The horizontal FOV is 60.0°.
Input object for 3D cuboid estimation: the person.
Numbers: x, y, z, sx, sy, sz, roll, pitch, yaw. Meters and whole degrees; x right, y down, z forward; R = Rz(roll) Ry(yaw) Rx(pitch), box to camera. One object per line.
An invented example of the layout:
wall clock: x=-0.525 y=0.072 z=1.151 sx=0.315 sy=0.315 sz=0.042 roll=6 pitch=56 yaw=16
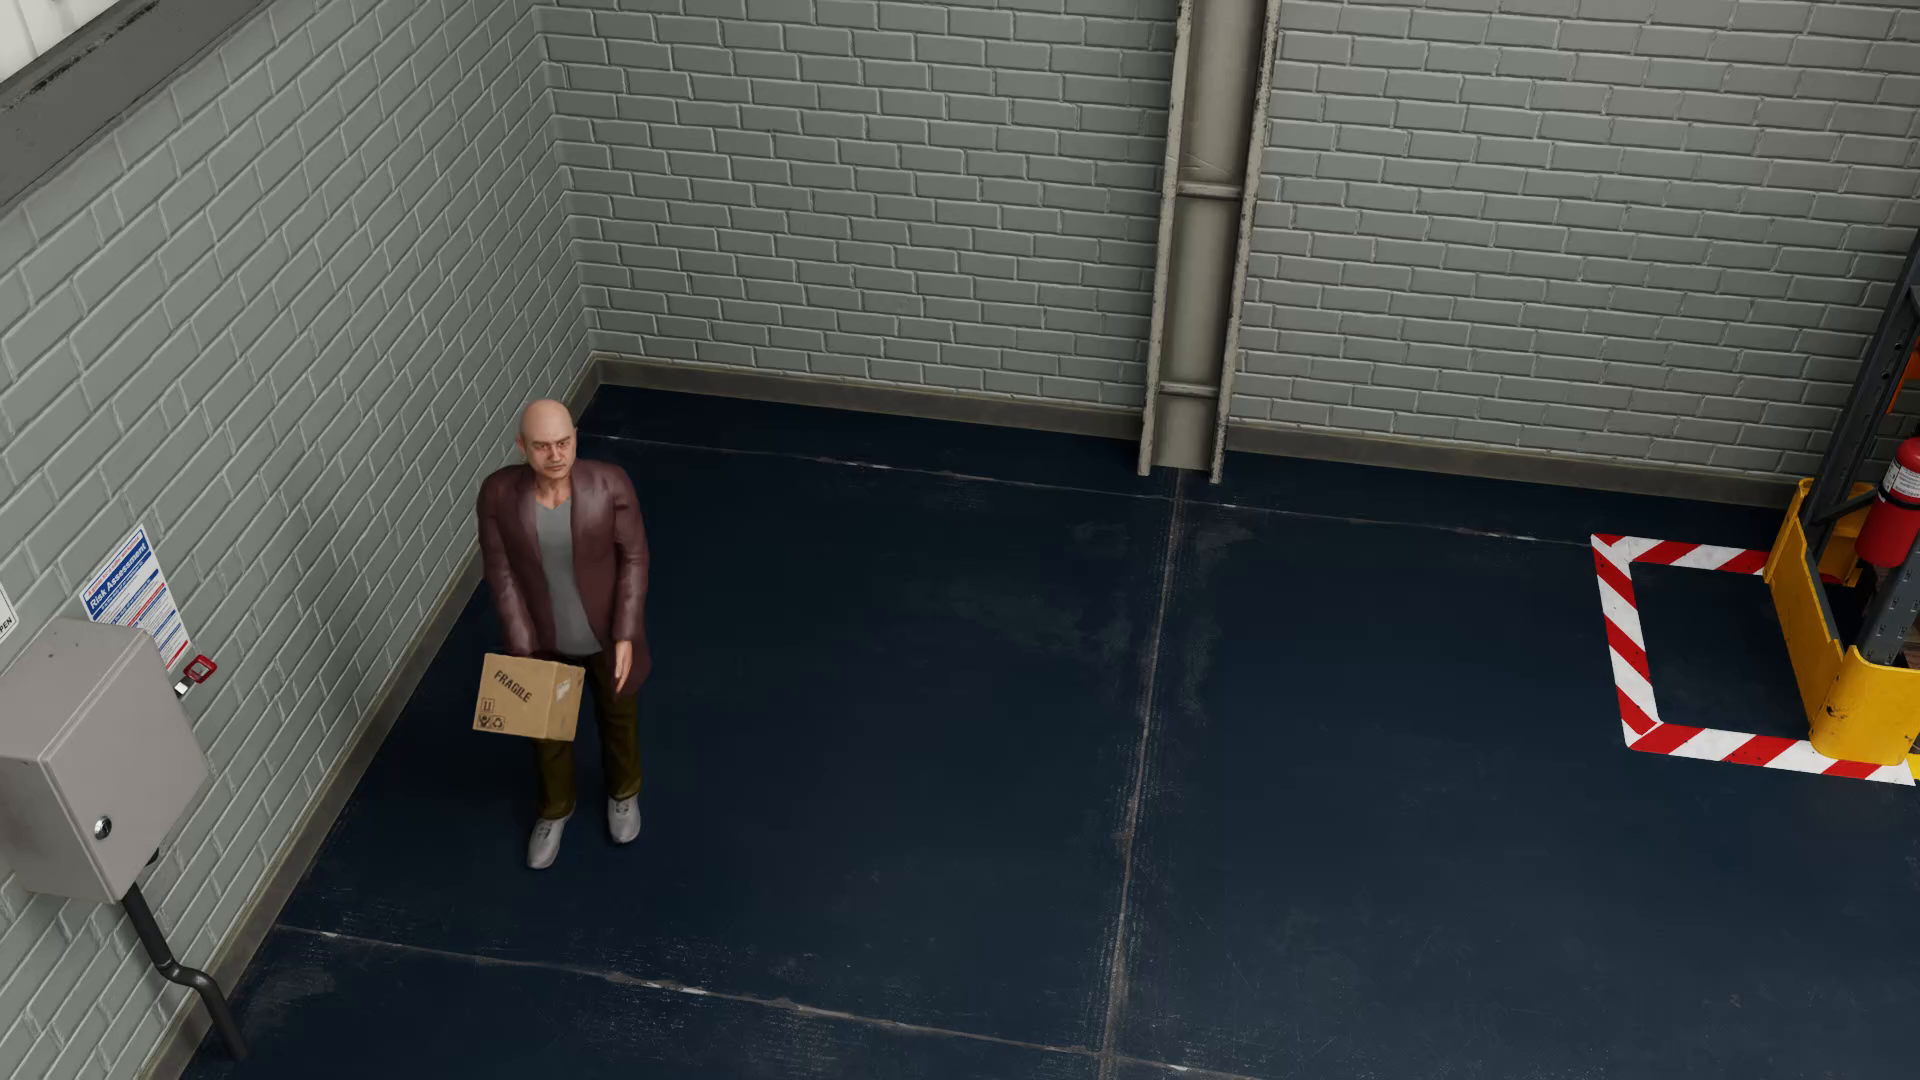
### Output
person: x=-1.271 y=0.289 z=5.787 sx=0.442 sy=1.787 sz=0.645 roll=20 pitch=44 yaw=22
